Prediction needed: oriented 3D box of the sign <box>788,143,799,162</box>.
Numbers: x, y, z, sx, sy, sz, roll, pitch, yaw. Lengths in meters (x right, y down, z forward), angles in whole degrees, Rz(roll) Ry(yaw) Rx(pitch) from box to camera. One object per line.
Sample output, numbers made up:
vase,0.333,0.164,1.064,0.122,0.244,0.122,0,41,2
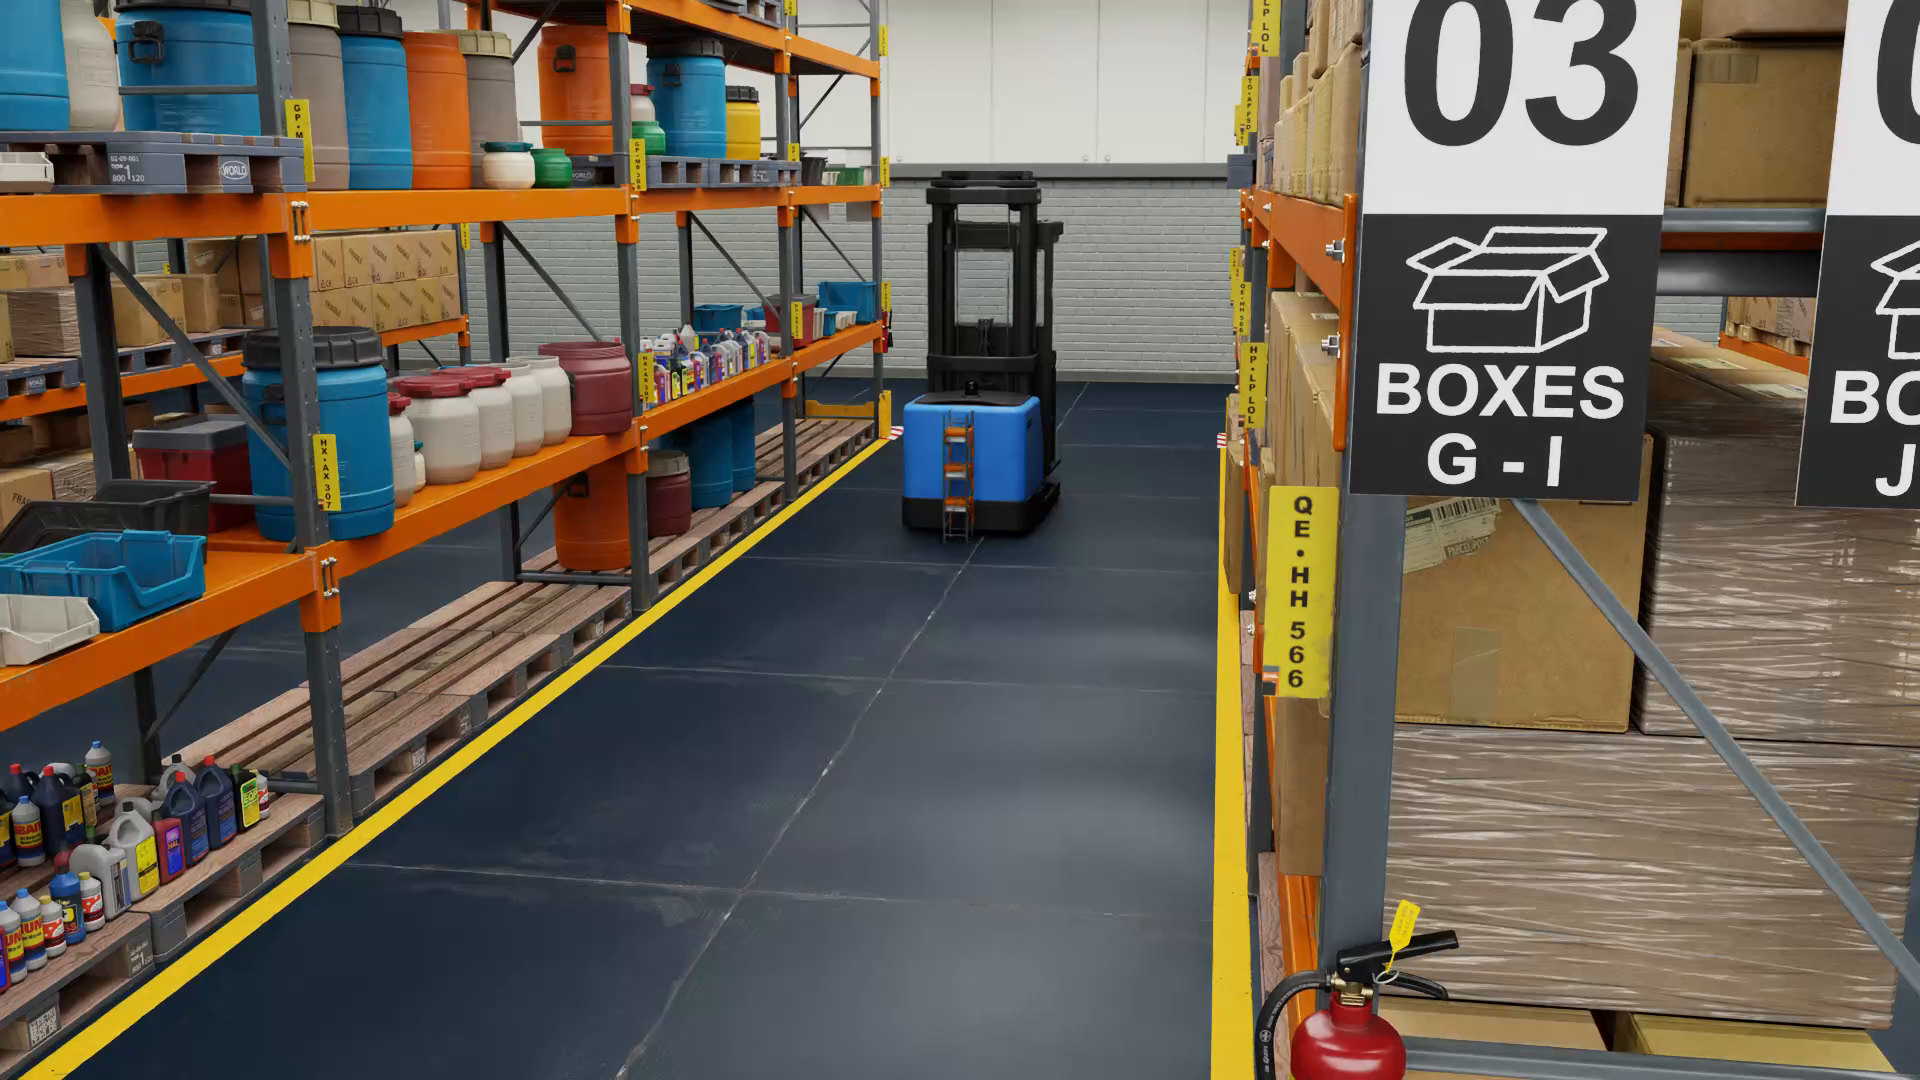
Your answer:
sign,-1.449,-3.288,14.488,0.100,0.325,0.005,2,12,9

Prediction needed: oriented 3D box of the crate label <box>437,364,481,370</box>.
crate label,-3.027,-0.822,10.103,0.502,0.435,0.616,2,12,9

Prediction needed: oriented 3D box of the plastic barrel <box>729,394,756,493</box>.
plastic barrel,-2.093,-0.902,14.544,0.600,0.901,0.708,2,12,9

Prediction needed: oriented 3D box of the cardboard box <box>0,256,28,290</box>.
cardboard box,-11.336,-2.877,19.013,0.980,0.700,0.700,2,12,8

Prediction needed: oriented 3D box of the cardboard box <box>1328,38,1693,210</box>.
cardboard box,0.879,-0.679,2.758,0.500,0.250,0.500,2,12,10

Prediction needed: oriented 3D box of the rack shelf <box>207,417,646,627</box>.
rack shelf,-2.915,-0.235,9.170,1.077,0.370,4.000,2,12,9

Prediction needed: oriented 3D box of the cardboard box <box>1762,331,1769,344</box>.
cardboard box,8.032,-1.979,16.154,0.380,0.149,0.250,2,12,11

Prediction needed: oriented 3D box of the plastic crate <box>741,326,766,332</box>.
plastic crate,-2.086,-1.972,16.034,0.437,0.125,0.590,2,12,9

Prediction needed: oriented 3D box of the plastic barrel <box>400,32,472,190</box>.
plastic barrel,-3.049,-2.379,9.273,0.600,0.830,0.708,2,12,9

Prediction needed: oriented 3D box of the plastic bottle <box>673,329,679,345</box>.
plastic bottle,-2.491,-1.688,14.483,0.061,0.283,0.133,2,12,9

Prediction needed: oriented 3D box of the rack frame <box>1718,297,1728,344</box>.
rack frame,8.402,-2.326,17.166,1.000,3.000,0.127,2,12,9

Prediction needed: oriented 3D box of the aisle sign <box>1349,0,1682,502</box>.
aisle sign,0.750,-0.445,2.266,0.394,0.787,0.004,2,12,9

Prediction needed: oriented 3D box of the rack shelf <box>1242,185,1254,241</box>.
rack shelf,2.594,-2.373,11.973,1.077,0.370,4.000,2,12,9

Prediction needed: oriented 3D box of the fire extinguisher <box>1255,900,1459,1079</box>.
fire extinguisher,0.583,0.870,2.521,0.296,0.674,0.183,2,12,9

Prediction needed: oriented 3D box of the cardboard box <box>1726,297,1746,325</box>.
cardboard box,8.060,-2.436,16.732,0.500,0.500,0.500,2,12,11

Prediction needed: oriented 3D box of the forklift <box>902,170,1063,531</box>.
forklift,0.309,-1.766,14.732,1.130,2.935,3.031,2,12,11

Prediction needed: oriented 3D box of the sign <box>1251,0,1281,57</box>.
sign,1.122,-1.938,6.086,0.100,0.325,0.005,2,12,9

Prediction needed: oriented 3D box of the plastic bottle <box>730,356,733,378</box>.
plastic bottle,-1.879,-1.412,13.395,0.097,0.201,0.097,0,12,0

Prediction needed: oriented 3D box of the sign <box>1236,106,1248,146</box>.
sign,2.353,-3.450,13.848,0.100,0.325,0.005,2,12,9

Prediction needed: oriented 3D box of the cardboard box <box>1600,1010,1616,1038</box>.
cardboard box,1.393,0.843,3.059,0.380,0.149,0.250,2,12,9

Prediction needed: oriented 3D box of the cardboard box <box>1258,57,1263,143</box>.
cardboard box,1.879,-2.407,8.998,0.500,0.500,0.500,2,12,9

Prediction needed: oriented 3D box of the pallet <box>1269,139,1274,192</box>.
pallet,1.872,-1.509,6.702,1.213,0.211,1.003,2,12,9

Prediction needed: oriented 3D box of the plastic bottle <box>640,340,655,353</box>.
plastic bottle,-2.582,-1.498,13.619,0.152,0.276,0.135,2,12,9

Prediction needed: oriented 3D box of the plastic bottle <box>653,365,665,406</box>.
plastic bottle,-2.126,-1.092,11.719,0.061,0.283,0.133,2,12,9

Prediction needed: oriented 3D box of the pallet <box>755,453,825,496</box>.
pallet,-1.917,-0.627,15.900,1.003,0.211,1.213,2,12,9

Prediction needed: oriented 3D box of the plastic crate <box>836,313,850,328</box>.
plastic crate,-1.382,-2.333,17.682,0.396,0.136,0.243,2,12,9

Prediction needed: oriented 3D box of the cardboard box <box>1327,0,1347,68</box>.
cardboard box,0.880,-0.944,3.042,0.380,0.149,0.250,1,12,6

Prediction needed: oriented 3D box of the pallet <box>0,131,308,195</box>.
pallet,-3.237,-1.391,6.155,1.213,0.211,1.003,2,12,9

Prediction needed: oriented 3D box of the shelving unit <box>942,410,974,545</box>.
shelving unit,-0.012,-0.506,13.350,0.215,1.050,0.252,2,12,11

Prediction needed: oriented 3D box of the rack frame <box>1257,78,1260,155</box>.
rack frame,2.287,-3.775,9.650,1.000,3.000,0.127,2,12,9

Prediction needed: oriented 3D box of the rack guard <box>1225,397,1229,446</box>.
rack guard,3.521,-1.291,18.296,1.175,0.500,0.348,2,12,9

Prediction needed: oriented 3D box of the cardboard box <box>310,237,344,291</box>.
cardboard box,-6.457,-2.731,16.434,0.500,0.500,0.500,1,12,7

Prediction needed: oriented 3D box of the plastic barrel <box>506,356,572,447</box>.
plastic barrel,-2.555,-0.836,9.989,0.421,0.512,0.421,0,12,0

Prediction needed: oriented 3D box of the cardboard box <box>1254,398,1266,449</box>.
cardboard box,1.802,-0.633,8.669,0.500,0.250,0.500,2,12,7

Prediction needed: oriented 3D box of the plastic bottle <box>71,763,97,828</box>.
plastic bottle,-3.622,1.066,6.829,0.061,0.283,0.133,2,12,9

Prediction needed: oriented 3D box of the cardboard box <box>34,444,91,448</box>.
cardboard box,-7.435,-0.577,13.938,0.500,0.500,0.500,1,12,7

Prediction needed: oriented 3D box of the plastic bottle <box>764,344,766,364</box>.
plastic bottle,-1.724,-1.621,14.365,0.097,0.201,0.097,0,12,0

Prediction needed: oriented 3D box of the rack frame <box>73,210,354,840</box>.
rack frame,-3.223,-0.170,7.163,1.000,3.000,0.127,2,12,9

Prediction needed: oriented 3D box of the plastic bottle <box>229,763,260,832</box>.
plastic bottle,-2.971,1.054,6.888,0.061,0.283,0.133,3,12,11

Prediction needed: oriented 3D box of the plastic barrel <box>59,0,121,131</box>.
plastic barrel,-3.483,-1.813,6.404,0.421,0.512,0.421,0,12,0

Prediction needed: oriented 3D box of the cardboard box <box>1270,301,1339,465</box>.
cardboard box,1.276,-0.503,5.391,0.500,0.500,0.500,2,12,9

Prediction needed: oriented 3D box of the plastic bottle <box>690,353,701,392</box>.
plastic bottle,-1.999,-1.264,12.517,0.061,0.283,0.133,2,12,9

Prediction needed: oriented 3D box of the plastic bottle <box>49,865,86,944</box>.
plastic bottle,-3.152,1.280,5.868,0.097,0.271,0.097,0,12,0

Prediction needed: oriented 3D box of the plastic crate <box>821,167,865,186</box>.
plastic crate,-1.247,-3.816,17.464,0.450,0.188,0.336,2,12,9

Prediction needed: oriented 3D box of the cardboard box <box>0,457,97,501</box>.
cardboard box,-7.074,-0.352,12.895,0.500,0.500,0.500,1,12,7

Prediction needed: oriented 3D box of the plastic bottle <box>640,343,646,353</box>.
plastic bottle,-2.618,-1.450,13.395,0.152,0.276,0.135,2,12,9

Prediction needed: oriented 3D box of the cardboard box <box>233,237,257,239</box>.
cardboard box,-6.988,-2.755,16.545,0.500,0.500,0.500,2,12,8

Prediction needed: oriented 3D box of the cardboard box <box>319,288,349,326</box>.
cardboard box,-6.463,-2.250,16.574,0.500,0.500,0.500,2,12,10

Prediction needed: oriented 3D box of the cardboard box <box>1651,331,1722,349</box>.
cardboard box,1.640,-0.278,4.346,0.500,0.500,0.500,2,12,9

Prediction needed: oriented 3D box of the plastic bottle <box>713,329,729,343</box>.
plastic bottle,-1.981,-1.576,13.801,0.144,0.351,0.185,2,12,9

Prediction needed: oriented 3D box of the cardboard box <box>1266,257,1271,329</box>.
cardboard box,2.615,-1.809,12.147,0.797,0.503,0.637,2,12,10

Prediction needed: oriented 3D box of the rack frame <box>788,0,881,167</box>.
rack frame,-1.377,-5.601,18.122,1.000,3.000,0.127,2,12,9

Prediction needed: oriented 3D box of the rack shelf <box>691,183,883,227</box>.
rack shelf,-1.685,-3.366,16.582,1.077,0.370,4.000,2,12,9
